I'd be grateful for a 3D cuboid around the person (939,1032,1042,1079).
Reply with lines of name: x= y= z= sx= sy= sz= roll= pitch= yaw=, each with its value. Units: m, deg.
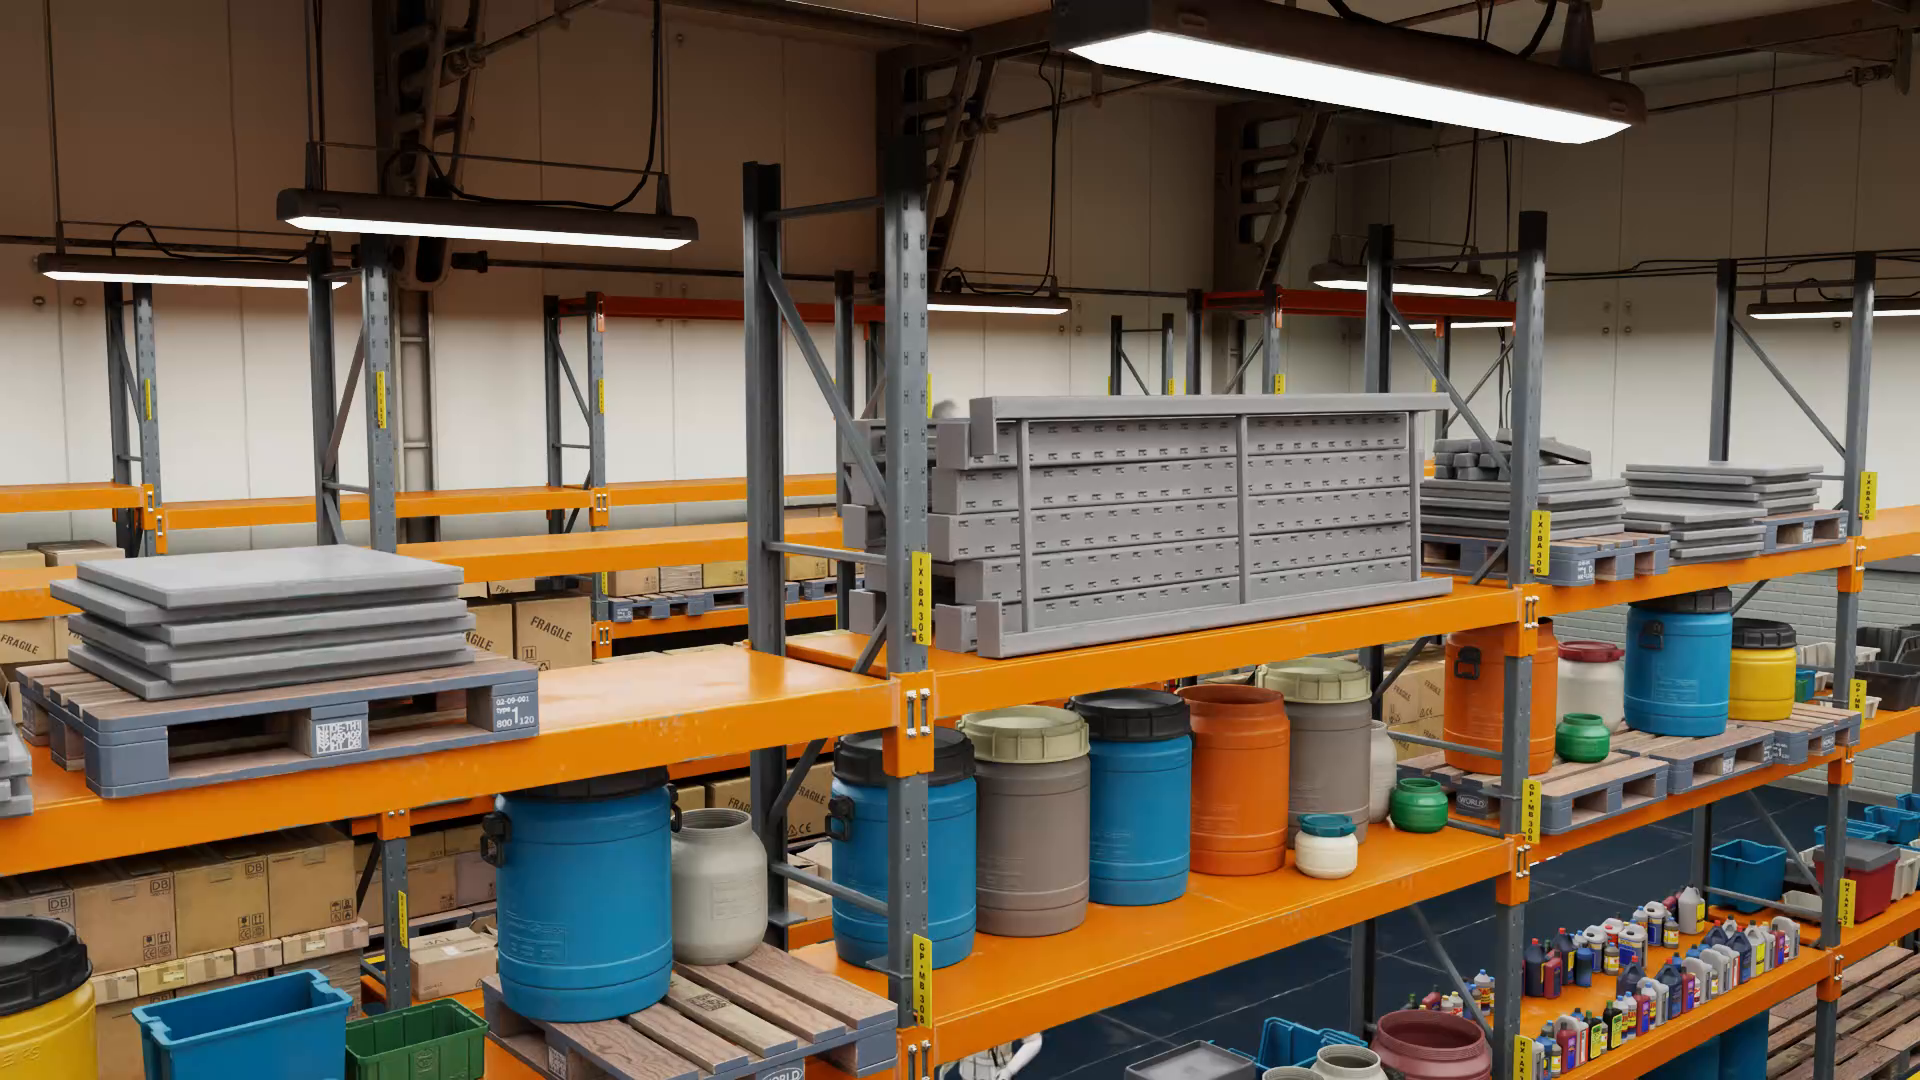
person: x=0.198 y=3.347 z=10.376 sx=0.589 sy=1.664 sz=0.696 roll=4 pitch=7 yaw=37
